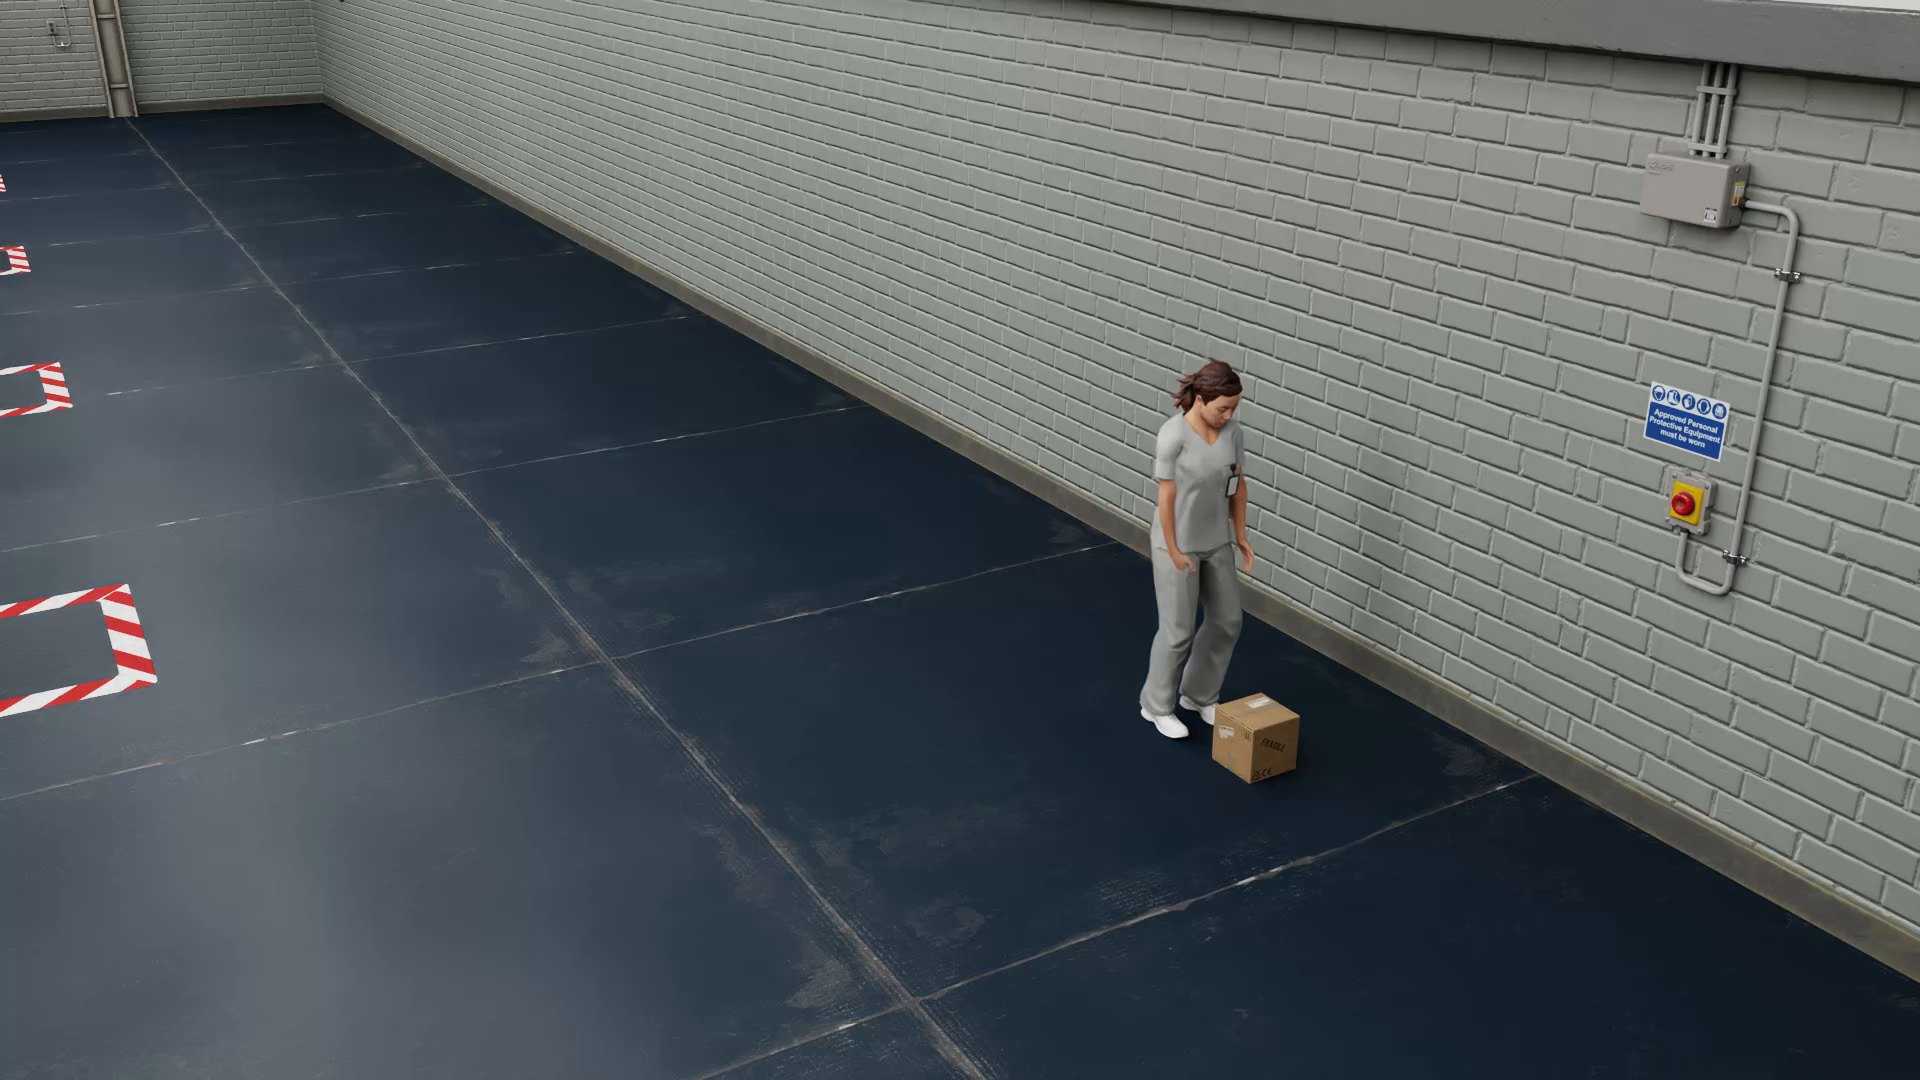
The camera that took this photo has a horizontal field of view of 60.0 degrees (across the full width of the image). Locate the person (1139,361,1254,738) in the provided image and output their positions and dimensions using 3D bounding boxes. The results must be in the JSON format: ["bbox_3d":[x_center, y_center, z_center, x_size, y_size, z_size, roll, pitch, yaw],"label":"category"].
[{"bbox_3d":[1.015,0.027,7.064,0.453,1.652,0.351,-12,25,-27],"label":"person"}]
